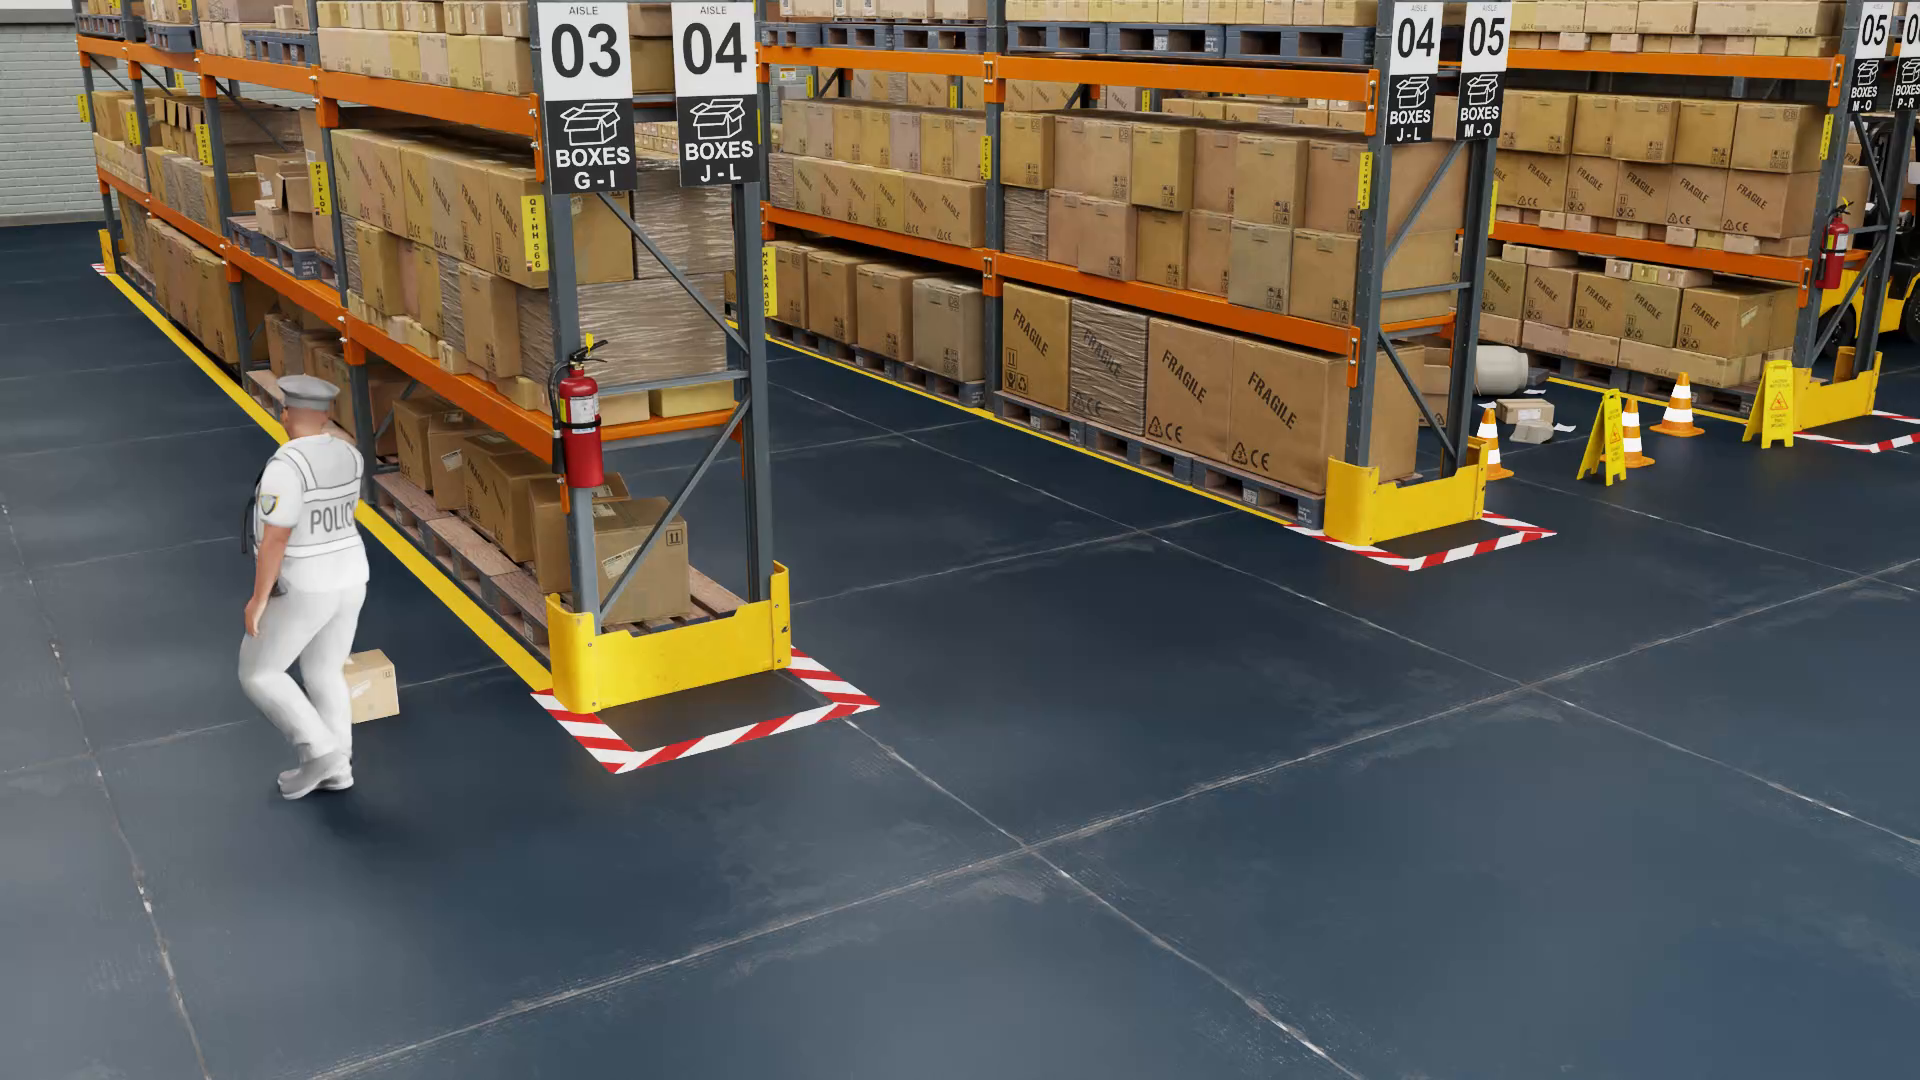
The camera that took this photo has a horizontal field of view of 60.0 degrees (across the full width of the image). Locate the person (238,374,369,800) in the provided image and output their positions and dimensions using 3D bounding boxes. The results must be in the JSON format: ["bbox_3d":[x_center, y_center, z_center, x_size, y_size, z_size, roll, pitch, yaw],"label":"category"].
[{"bbox_3d":[-2.696,0.203,6.897,0.438,1.740,0.597,6,19,18],"label":"person"}]
